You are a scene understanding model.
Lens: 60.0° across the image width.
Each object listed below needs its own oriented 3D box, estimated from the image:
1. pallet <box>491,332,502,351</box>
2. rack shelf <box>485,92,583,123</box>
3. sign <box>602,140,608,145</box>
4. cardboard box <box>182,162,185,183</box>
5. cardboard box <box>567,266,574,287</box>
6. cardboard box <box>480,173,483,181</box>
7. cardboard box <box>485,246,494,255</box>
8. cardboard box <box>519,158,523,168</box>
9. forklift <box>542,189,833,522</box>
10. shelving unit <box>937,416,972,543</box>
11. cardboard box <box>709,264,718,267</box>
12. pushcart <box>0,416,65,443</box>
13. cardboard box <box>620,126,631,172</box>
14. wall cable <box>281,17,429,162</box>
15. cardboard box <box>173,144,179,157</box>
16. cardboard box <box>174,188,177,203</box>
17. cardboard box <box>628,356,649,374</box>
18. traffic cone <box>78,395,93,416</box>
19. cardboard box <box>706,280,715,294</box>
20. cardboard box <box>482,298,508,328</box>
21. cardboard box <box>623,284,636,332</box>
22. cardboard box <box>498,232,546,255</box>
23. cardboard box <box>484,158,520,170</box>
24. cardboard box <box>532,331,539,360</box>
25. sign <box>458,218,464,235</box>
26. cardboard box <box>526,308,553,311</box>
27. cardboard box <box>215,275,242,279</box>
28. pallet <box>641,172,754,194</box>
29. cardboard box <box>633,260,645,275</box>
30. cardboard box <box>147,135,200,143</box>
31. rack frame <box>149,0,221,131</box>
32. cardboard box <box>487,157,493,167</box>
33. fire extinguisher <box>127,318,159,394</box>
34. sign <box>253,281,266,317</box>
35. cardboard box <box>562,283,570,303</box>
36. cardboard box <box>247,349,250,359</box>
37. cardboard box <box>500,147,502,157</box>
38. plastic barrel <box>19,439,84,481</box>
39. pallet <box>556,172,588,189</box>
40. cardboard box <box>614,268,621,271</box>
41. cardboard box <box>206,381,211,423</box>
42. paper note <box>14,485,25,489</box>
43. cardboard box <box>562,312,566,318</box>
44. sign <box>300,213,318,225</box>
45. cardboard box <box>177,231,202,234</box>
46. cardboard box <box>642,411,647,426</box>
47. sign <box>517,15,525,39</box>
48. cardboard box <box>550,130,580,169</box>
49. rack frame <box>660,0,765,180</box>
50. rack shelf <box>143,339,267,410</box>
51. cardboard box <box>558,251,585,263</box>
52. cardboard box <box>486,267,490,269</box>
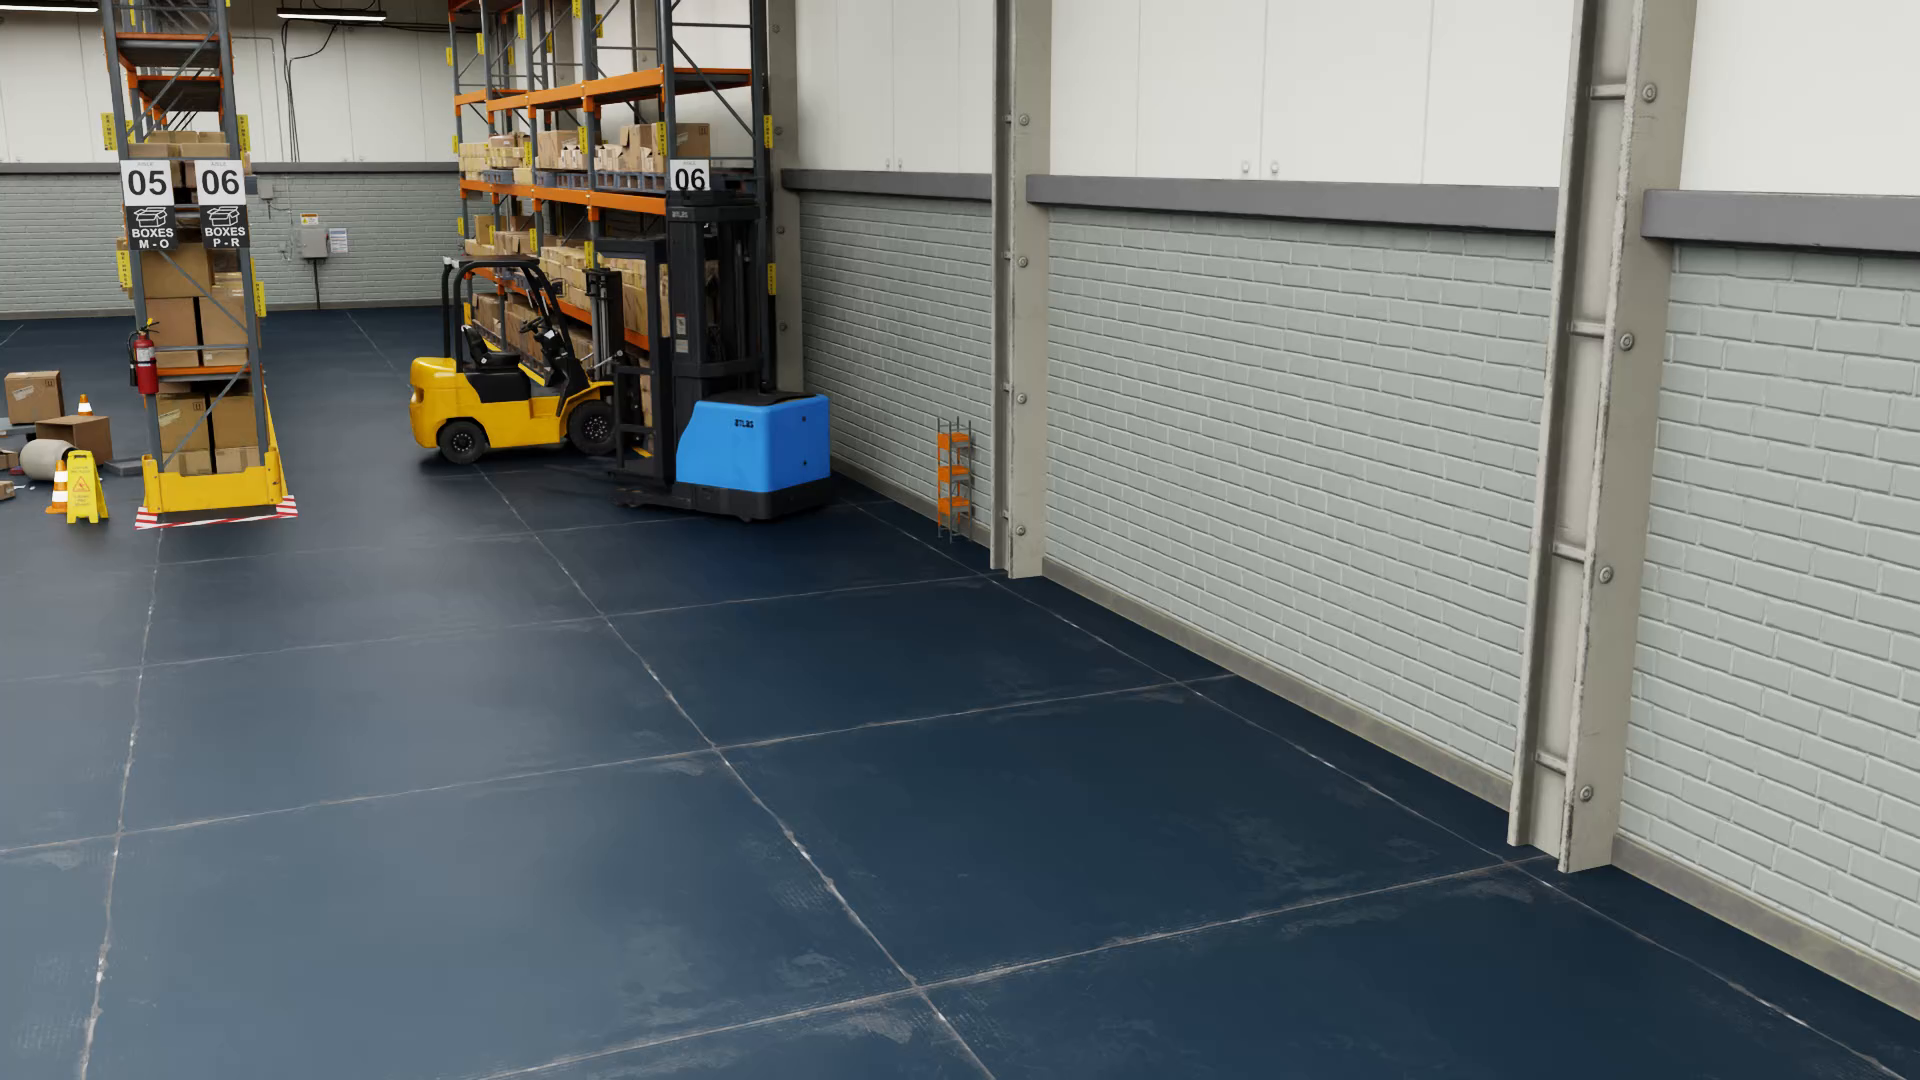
[{"bbox_3d":[-7.570,-3.488,28.975,1.003,0.211,1.213,-6,14,-23],"label":"pallet"},{"bbox_3d":[-6.495,-6.669,25.711,1.077,0.370,4.000,-6,14,-23],"label":"rack shelf"},{"bbox_3d":[-5.182,-5.679,24.280,0.100,0.325,0.005,-6,14,-23],"label":"sign"},{"bbox_3d":[-8.104,-3.706,16.752,0.500,0.250,0.500,-5,14,-22],"label":"cardboard box"},{"bbox_3d":[-4.934,-3.513,22.120,0.500,0.250,0.500,-5,14,-22],"label":"cardboard box"},{"bbox_3d":[-8.186,-6.359,29.099,0.380,0.149,0.250,-5,14,-22],"label":"cardboard box"},{"bbox_3d":[-7.938,-4.962,28.831,0.500,0.250,0.500,-6,14,-23],"label":"cardboard box"},{"bbox_3d":[-6.548,-5.781,25.491,0.380,0.149,0.250,-5,14,-21],"label":"cardboard box"},{"bbox_3d":[-2.712,-1.819,15.731,3.031,2.935,1.130,8,15,32],"label":"forklift"},{"bbox_3d":[-0.047,-0.519,14.279,0.215,1.050,0.252,-6,14,-24],"label":"shelving unit"},{"bbox_3d":[-2.477,-2.885,17.862,0.380,0.149,0.250,-5,14,-21],"label":"cardboard box"},{"bbox_3d":[-10.707,-1.109,18.326,1.648,0.377,0.936,-12,18,-42],"label":"pushcart"},{"bbox_3d":[-3.408,-4.405,18.717,0.797,0.503,0.637,-5,14,-21],"label":"cardboard box"},{"bbox_3d":[-12.724,-9.484,35.309,2.988,3.039,0.133,-6,14,-23],"label":"wall cable"},{"bbox_3d":[-7.683,-3.712,15.894,0.380,0.149,0.250,-6,14,-23],"label":"cardboard box"},{"bbox_3d":[-7.640,-3.271,15.754,0.380,0.149,0.250,-5,14,-21],"label":"cardboard box"},{"bbox_3d":[-3.576,-1.959,19.130,0.500,0.250,0.500,-6,14,-24],"label":"cardboard box"},{"bbox_3d":[-10.417,-1.497,19.812,0.336,0.463,0.334,-6,14,-23],"label":"traffic cone"},{"bbox_3d":[-2.544,-2.729,17.850,0.380,0.149,0.250,-6,14,-23],"label":"cardboard box"},{"bbox_3d":[-8.313,-4.085,29.980,0.500,0.500,0.500,-5,14,-22],"label":"cardboard box"},{"bbox_3d":[-3.543,-2.669,19.029,0.500,0.500,0.500,-6,14,-23],"label":"cardboard box"},{"bbox_3d":[-7.100,-4.731,27.007,0.700,0.500,0.500,-5,14,-22],"label":"cardboard box"},{"bbox_3d":[-7.719,-6.315,28.025,0.500,0.250,0.500,-6,14,-23],"label":"cardboard box"},{"bbox_3d":[-6.251,-3.038,25.455,0.500,0.500,0.500,-6,14,-24],"label":"cardboard box"},{"bbox_3d":[-9.395,-5.904,31.308,0.100,0.325,0.005,-6,14,-23],"label":"sign"},{"bbox_3d":[-6.681,-3.593,26.414,0.380,0.149,0.250,-6,14,-23],"label":"cardboard box"},{"bbox_3d":[-8.019,-2.622,18.164,0.500,0.500,0.500,-5,14,-21],"label":"cardboard box"},{"bbox_3d":[-2.748,-3.793,17.648,1.003,0.211,1.213,-6,14,-23],"label":"pallet"},{"bbox_3d":[-3.429,-3.045,18.555,0.380,0.149,0.250,-5,14,-22],"label":"cardboard box"},{"bbox_3d":[-10.529,-5.210,22.416,0.797,0.503,0.637,-7,15,-26],"label":"cardboard box"},{"bbox_3d":[-13.445,-8.005,29.001,1.000,3.000,0.127,-6,14,-23],"label":"rack frame"},{"bbox_3d":[-7.469,-6.143,27.012,0.380,0.149,0.250,-5,14,-22],"label":"cardboard box"},{"bbox_3d":[-7.412,-1.674,15.121,0.296,0.674,0.183,-6,14,-23],"label":"fire extinguisher"},{"bbox_3d":[-6.538,-2.248,15.509,0.100,0.325,0.005,-6,14,-23],"label":"sign"},{"bbox_3d":[-5.124,-3.374,22.630,0.500,0.250,0.500,-5,14,-21],"label":"cardboard box"},{"bbox_3d":[-7.128,-1.856,16.295,0.380,0.149,0.250,-6,14,-25],"label":"cardboard box"},{"bbox_3d":[-6.999,-6.081,26.084,0.380,0.149,0.250,-6,14,-23],"label":"cardboard box"},{"bbox_3d":[-9.250,-0.812,16.938,0.512,0.421,0.421,4,14,16],"label":"plastic barrel"},{"bbox_3d":[-4.889,-4.885,22.591,1.003,0.211,1.213,-5,14,-20],"label":"pallet"},{"bbox_3d":[-3.835,-3.111,19.498,0.380,0.149,0.250,-6,14,-24],"label":"cardboard box"},{"bbox_3d":[-8.217,-1.470,17.574,0.500,0.500,0.500,-5,14,-20],"label":"cardboard box"},{"bbox_3d":[-9.441,-0.529,16.614,0.148,0.019,0.142,-1,13,-4],"label":"paper note"},{"bbox_3d":[-6.045,-3.533,26.156,0.380,0.149,0.250,-6,14,-24],"label":"cardboard box"},{"bbox_3d":[-13.875,-6.845,35.461,0.339,0.242,0.001,-6,14,-23],"label":"sign"},{"bbox_3d":[-8.299,-2.960,17.407,0.700,0.500,0.500,-6,14,-24],"label":"cardboard box"},{"bbox_3d":[-3.349,-1.367,18.791,0.500,0.250,0.500,-5,14,-22],"label":"cardboard box"},{"bbox_3d":[-6.187,-7.244,23.465,0.100,0.325,0.005,-6,14,-23],"label":"sign"},{"bbox_3d":[-5.219,-5.260,22.418,0.500,0.500,0.500,-5,14,-22],"label":"cardboard box"},{"bbox_3d":[-2.489,-5.149,16.659,1.000,3.000,0.127,-6,14,-23],"label":"rack frame"},{"bbox_3d":[-7.837,-1.840,17.261,1.077,0.370,4.000,-6,14,-23],"label":"rack shelf"},{"bbox_3d":[-5.309,-3.885,22.844,0.380,0.149,0.250,-5,14,-22],"label":"cardboard box"},{"bbox_3d":[-8.114,-4.836,29.170,0.380,0.149,0.250,-6,14,-24],"label":"cardboard box"}]
